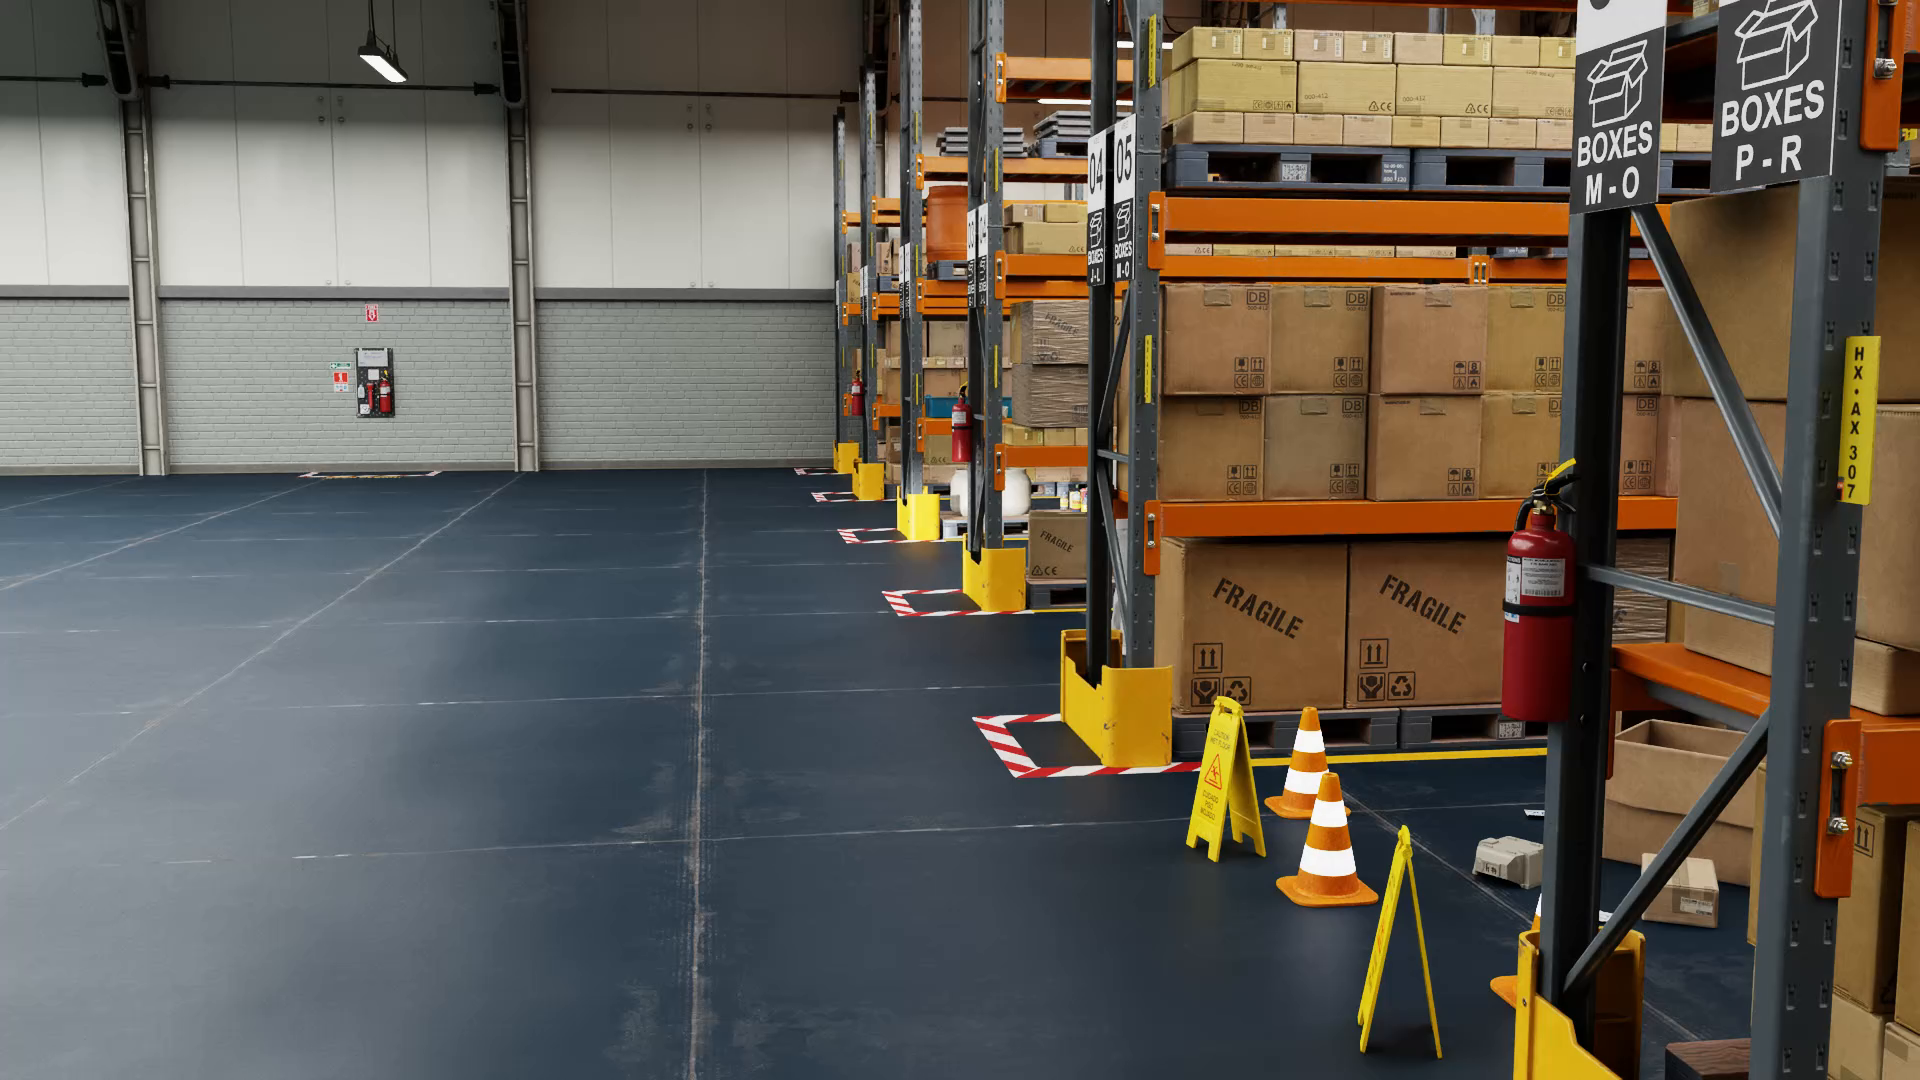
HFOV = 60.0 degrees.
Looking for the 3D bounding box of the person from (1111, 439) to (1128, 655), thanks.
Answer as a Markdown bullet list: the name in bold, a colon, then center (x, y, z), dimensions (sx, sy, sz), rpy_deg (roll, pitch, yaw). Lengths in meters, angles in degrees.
- **person**: center (1.182, -0.066, 11.373), dimensions (0.353, 1.673, 0.493), rpy_deg (-1, 7, -9)
